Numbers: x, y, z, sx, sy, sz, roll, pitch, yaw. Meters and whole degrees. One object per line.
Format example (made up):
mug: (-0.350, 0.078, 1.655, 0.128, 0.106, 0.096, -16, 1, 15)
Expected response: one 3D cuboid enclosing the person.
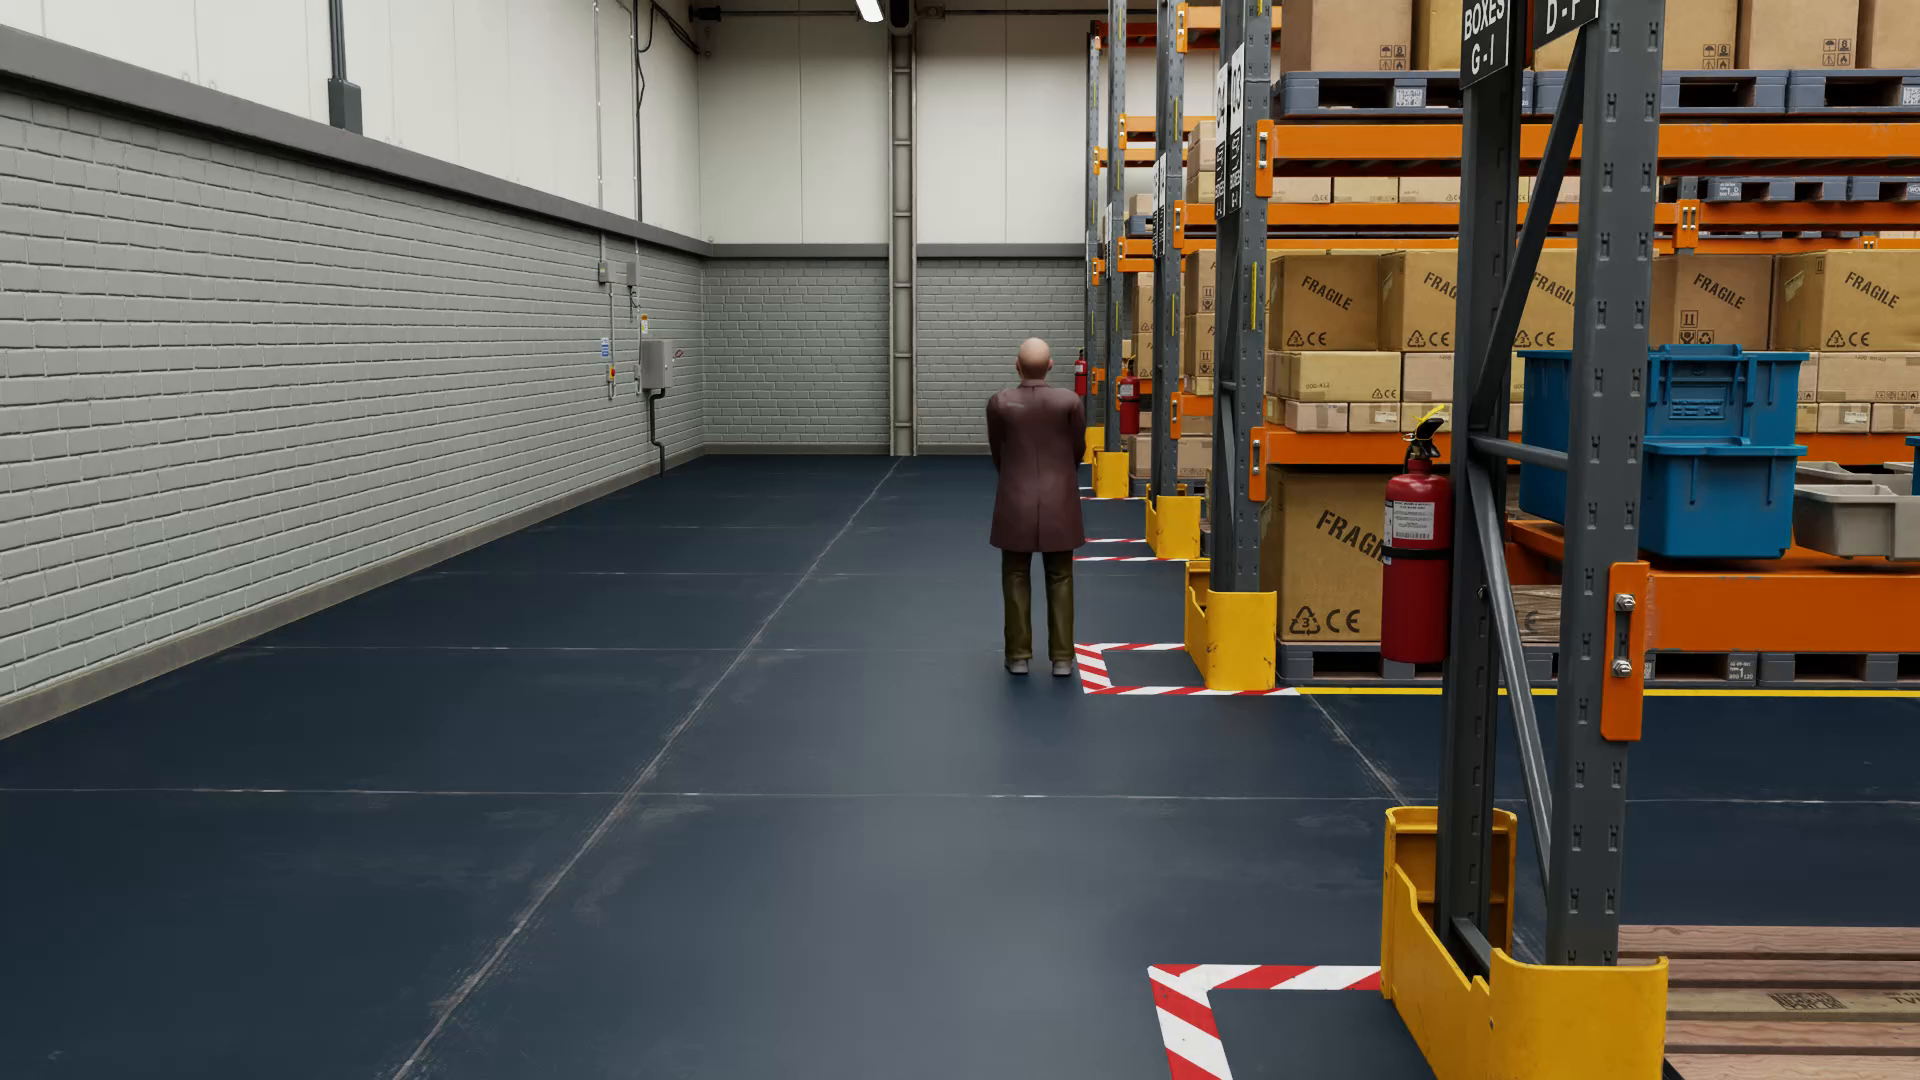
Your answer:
person: (0.404, -0.187, 8.854, 0.530, 1.770, 0.563, 0, 7, 2)
